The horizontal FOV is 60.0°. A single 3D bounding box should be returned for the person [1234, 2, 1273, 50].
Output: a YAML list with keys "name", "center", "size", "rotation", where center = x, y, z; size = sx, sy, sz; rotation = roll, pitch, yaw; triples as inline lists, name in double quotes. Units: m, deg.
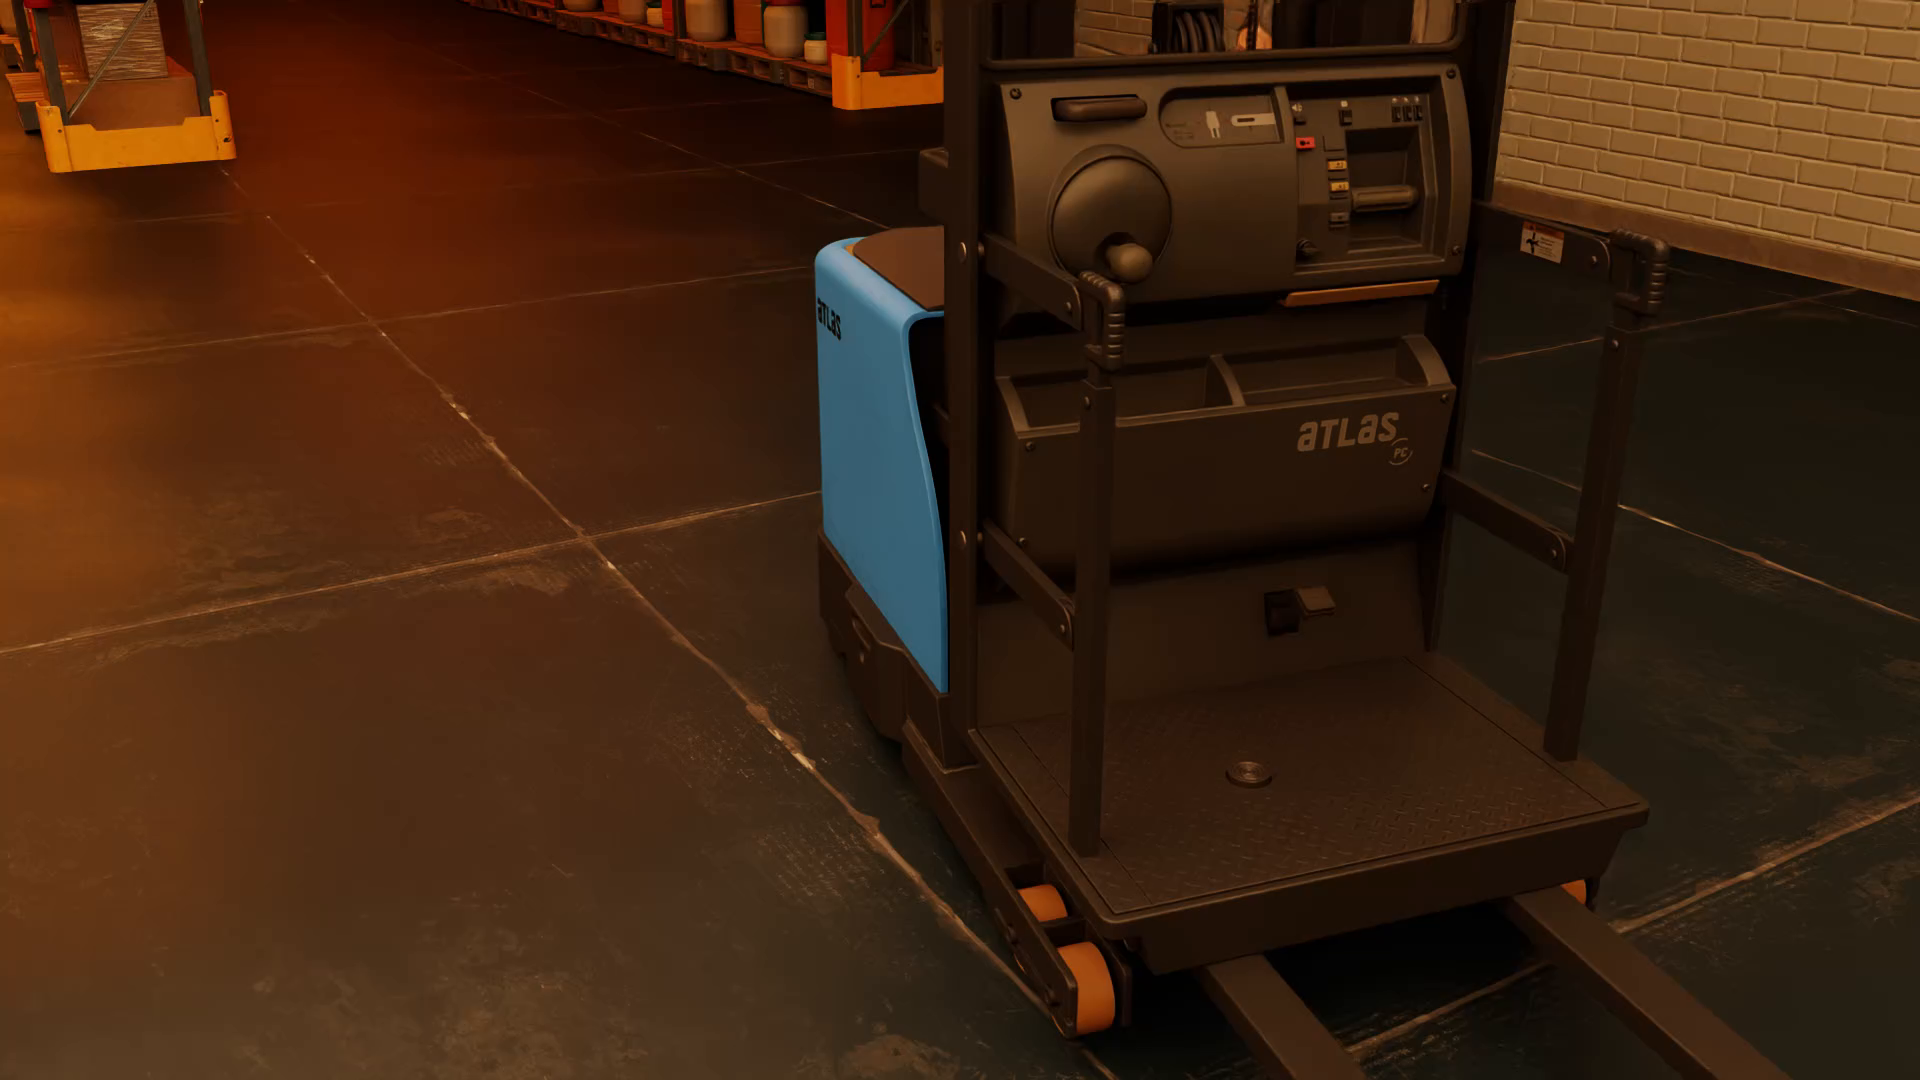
- name: "person"
  center: [0.893, -0.723, 4.844]
  size: [0.422, 1.629, 0.836]
  rotation: [-9, 24, -22]

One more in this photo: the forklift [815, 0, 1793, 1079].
- name: "forklift"
  center: [0.592, -0.644, 2.842]
  size: [1.130, 2.935, 3.031]
  rotation: [-8, 23, -18]
